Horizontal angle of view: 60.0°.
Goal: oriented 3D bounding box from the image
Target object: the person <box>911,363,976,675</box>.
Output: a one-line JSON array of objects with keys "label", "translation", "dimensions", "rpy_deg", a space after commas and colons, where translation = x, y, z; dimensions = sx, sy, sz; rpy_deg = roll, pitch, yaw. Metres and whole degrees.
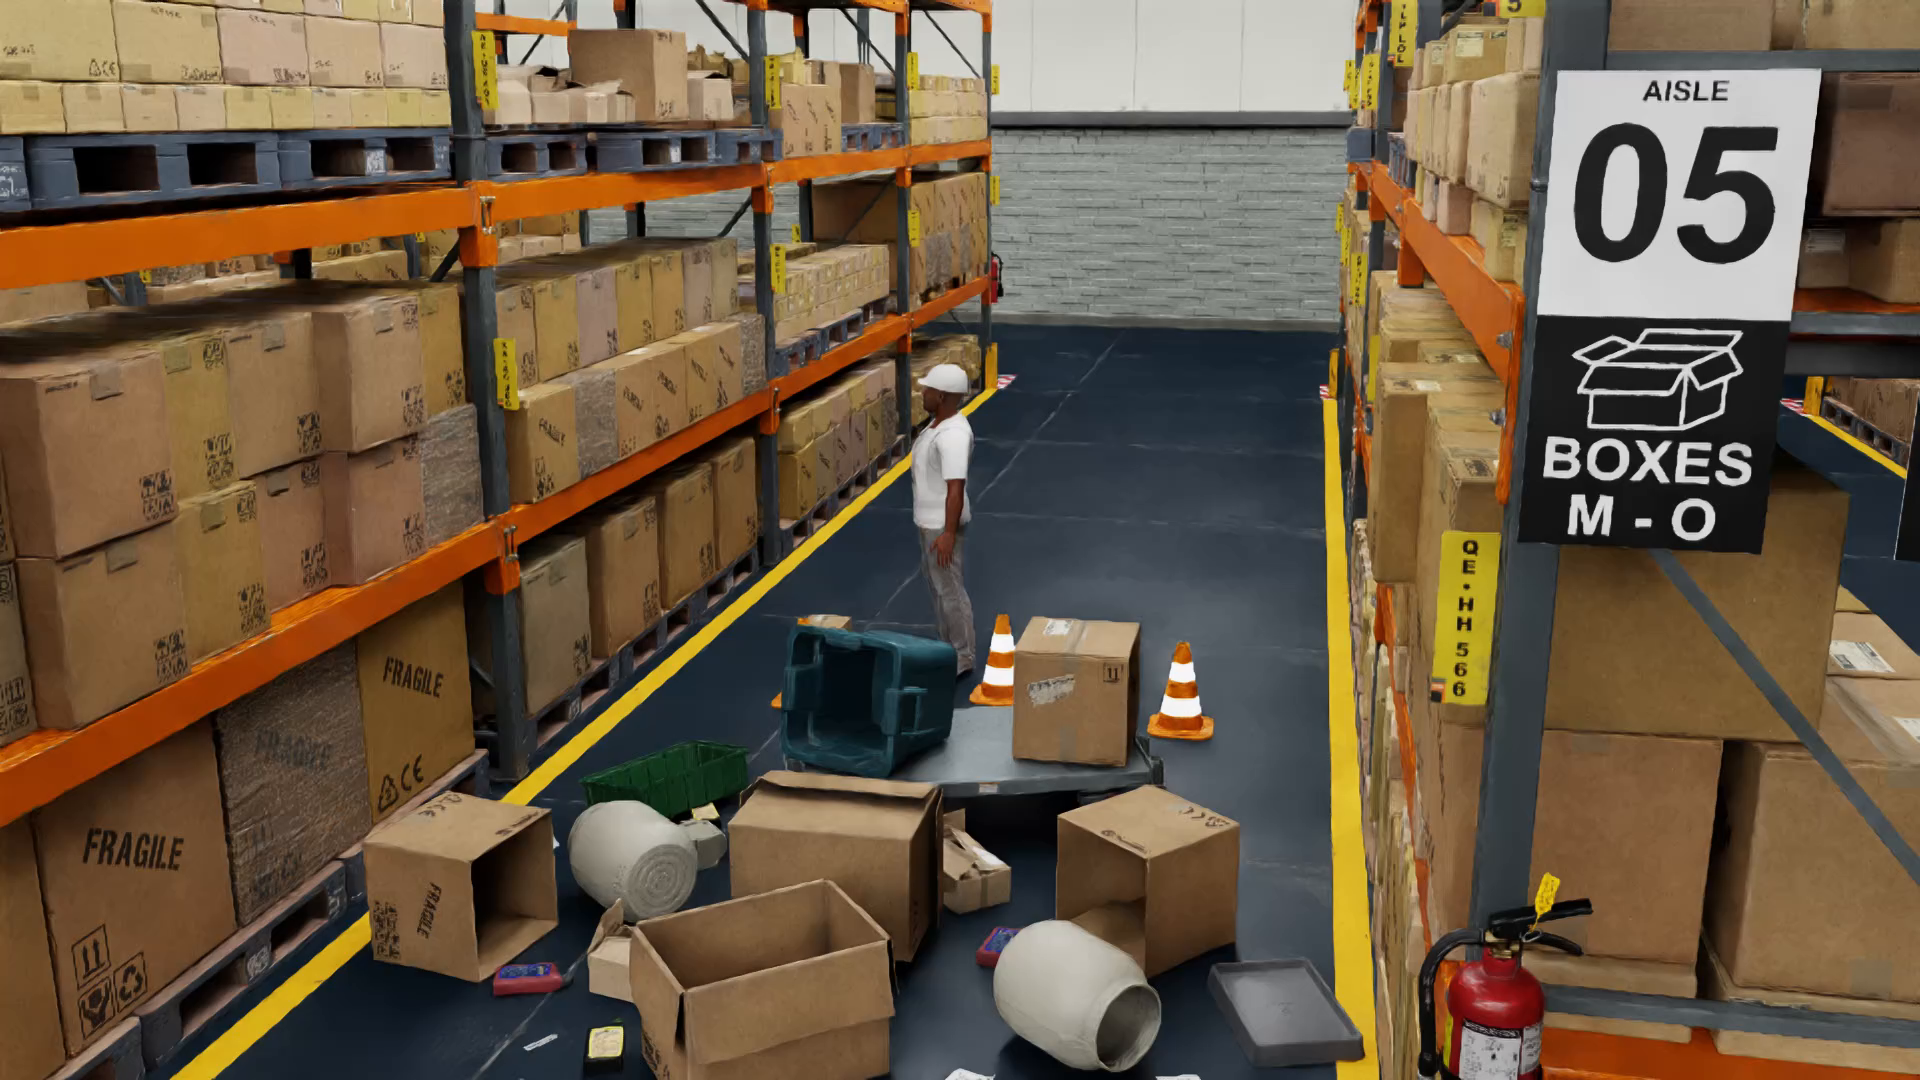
[{"label": "person", "translation": [-0.095, -0.104, 9.304], "dimensions": [0.379, 1.770, 0.665], "rpy_deg": [-1, 15, -5]}]
